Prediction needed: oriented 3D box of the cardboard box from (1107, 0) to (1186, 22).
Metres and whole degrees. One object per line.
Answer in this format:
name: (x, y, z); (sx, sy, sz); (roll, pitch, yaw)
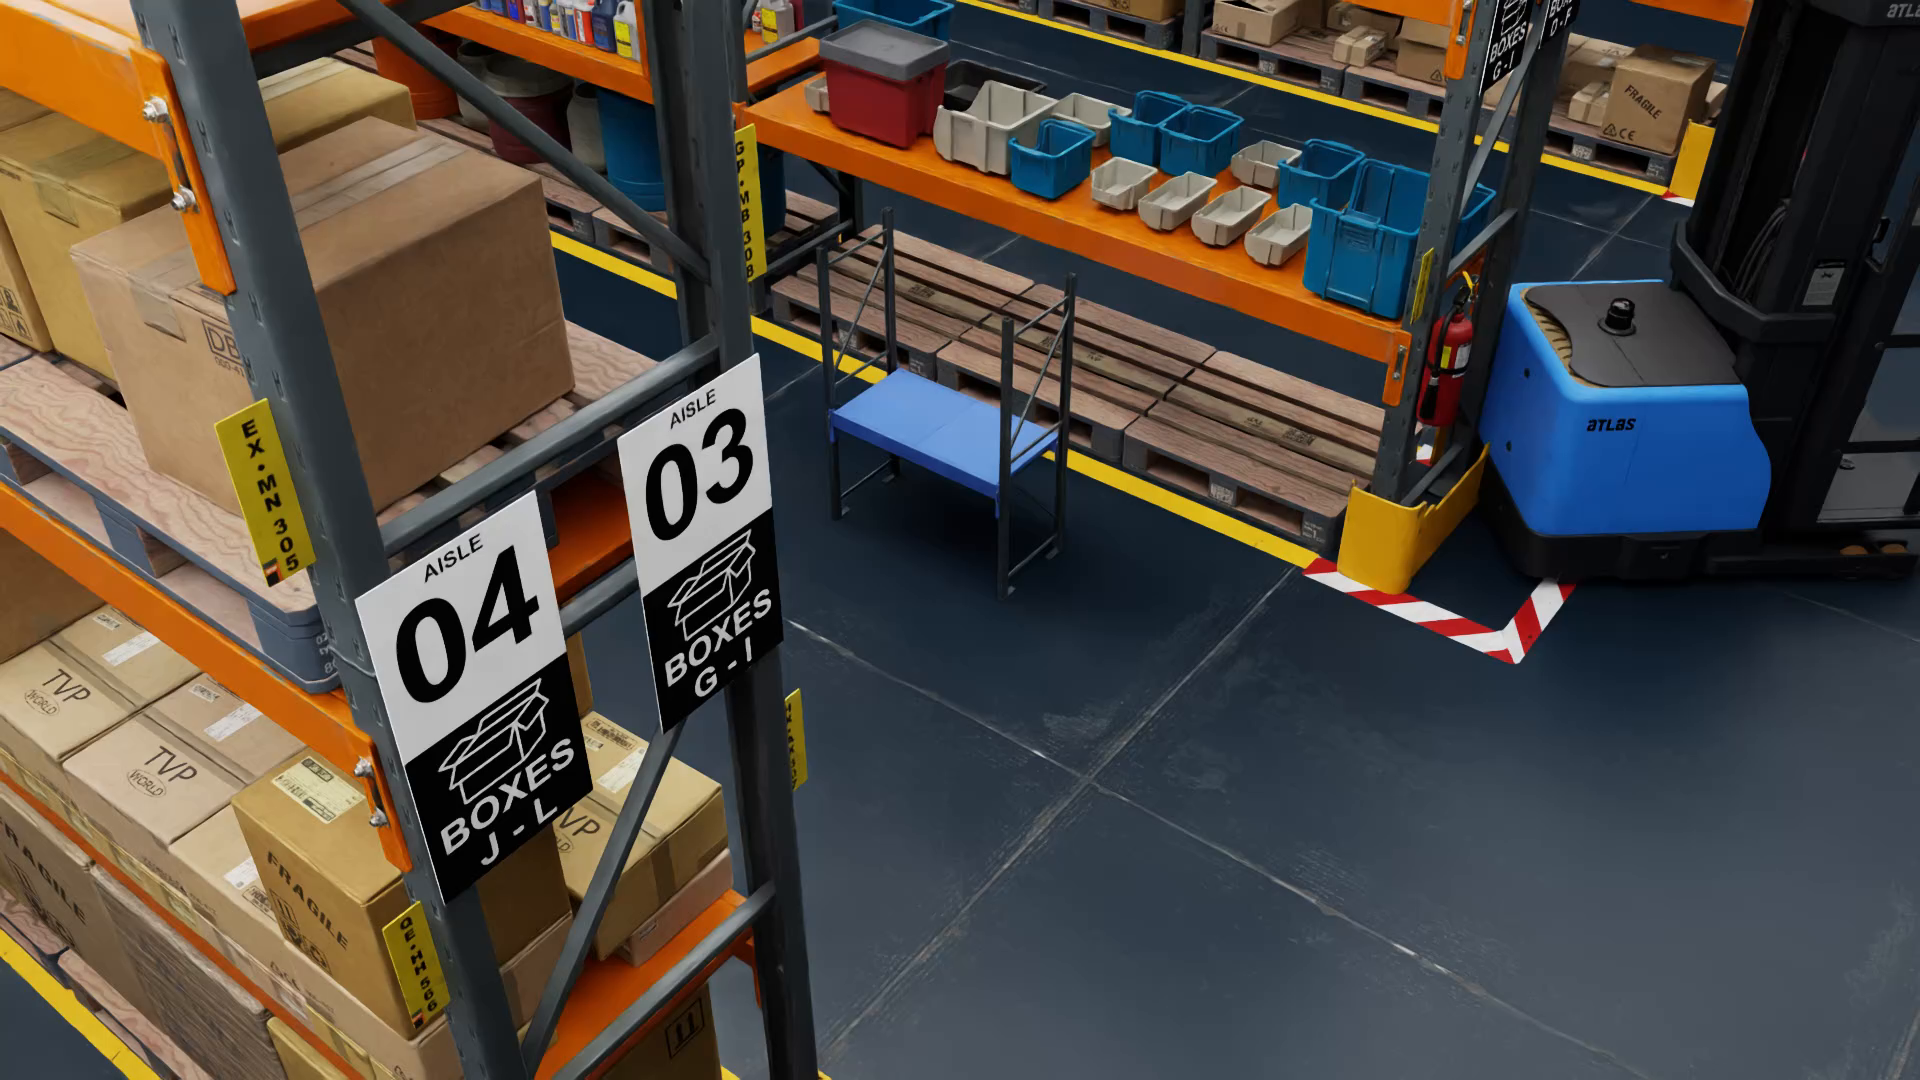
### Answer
cardboard box: (1.504, -4.416, 12.988); (0.500, 0.500, 0.500); (25, 44, 28)

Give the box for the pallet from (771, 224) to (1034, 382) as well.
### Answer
pallet: (-0.335, -1.404, 9.733); (1.213, 0.211, 1.003); (25, 45, 29)

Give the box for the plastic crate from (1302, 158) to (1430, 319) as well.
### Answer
plastic crate: (1.856, -1.332, 7.301); (0.499, 0.435, 0.616); (25, 45, 29)

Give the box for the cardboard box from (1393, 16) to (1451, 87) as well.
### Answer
cardboard box: (3.565, -3.672, 12.035); (0.637, 0.503, 0.797); (25, 45, 29)

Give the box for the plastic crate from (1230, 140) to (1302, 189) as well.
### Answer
plastic crate: (1.496, -1.848, 8.204); (0.298, 0.136, 0.250); (25, 45, 29)

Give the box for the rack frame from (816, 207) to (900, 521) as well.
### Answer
rack frame: (-0.472, -0.813, 7.932); (0.032, 1.500, 0.500); (25, 45, 29)

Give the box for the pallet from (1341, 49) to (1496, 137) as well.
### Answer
pallet: (3.588, -3.370, 12.244); (1.213, 0.211, 1.003); (25, 45, 29)

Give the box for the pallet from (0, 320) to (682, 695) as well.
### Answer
pallet: (-1.370, -0.254, 3.640); (1.213, 0.211, 1.003); (25, 45, 29)

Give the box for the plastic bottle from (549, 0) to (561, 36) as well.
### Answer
plastic bottle: (-2.358, -3.076, 9.767); (0.097, 0.201, 0.097); (0, 38, 0)

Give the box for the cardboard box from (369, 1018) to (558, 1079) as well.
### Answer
cardboard box: (-1.257, 1.292, 4.231); (0.250, 0.149, 0.380); (26, 45, 29)

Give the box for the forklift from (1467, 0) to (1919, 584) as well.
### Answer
forklift: (4.100, -1.290, 7.381); (3.031, 2.935, 1.130); (-2, 38, -2)

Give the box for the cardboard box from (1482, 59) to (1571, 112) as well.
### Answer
cardboard box: (3.929, -3.228, 11.675); (0.500, 0.250, 0.500); (25, 45, 29)

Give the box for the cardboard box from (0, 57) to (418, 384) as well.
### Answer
cardboard box: (-1.593, -0.698, 3.633); (0.500, 0.500, 0.700); (24, 44, 27)

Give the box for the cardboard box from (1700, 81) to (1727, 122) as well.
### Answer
cardboard box: (5.123, -3.060, 11.542); (0.250, 0.149, 0.380); (25, 45, 29)

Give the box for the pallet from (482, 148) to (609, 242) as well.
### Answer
pallet: (-2.503, -2.426, 11.039); (1.213, 0.211, 1.003); (25, 45, 29)

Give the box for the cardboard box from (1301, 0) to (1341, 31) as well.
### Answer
cardboard box: (2.695, -4.297, 12.837); (0.500, 0.500, 0.500); (25, 45, 29)

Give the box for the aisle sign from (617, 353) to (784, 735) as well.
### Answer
aisle sign: (-0.535, 0.022, 3.541); (0.004, 0.787, 0.394); (25, 45, 29)

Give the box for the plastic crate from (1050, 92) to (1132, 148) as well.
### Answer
plastic crate: (0.624, -2.173, 8.618); (0.466, 0.136, 0.293); (25, 45, 29)

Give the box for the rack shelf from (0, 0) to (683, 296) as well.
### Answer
rack shelf: (-2.363, -1.505, 3.642); (4.000, 0.370, 1.077); (25, 45, 29)

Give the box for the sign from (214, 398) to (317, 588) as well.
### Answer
sign: (-1.115, -0.073, 2.684); (0.005, 0.325, 0.100); (25, 45, 29)

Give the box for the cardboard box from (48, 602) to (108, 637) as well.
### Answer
cardboard box: (-2.930, 0.293, 5.184); (0.500, 0.250, 0.500); (26, 45, 30)

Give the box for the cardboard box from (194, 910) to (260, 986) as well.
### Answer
cardboard box: (-1.862, 1.006, 4.596); (0.250, 0.149, 0.380); (26, 45, 29)

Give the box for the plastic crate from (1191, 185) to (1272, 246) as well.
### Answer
plastic crate: (1.256, -1.512, 7.774); (0.243, 0.136, 0.396); (25, 45, 29)

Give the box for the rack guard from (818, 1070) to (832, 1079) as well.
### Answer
rack guard: (-0.755, 2.158, 4.949); (0.348, 0.500, 1.175); (25, 45, 29)

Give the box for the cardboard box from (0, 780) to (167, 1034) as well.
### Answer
cardboard box: (-2.761, 0.962, 5.832); (0.875, 0.875, 0.875); (25, 45, 29)

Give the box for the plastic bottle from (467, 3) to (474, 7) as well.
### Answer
plastic bottle: (-2.979, -3.396, 10.119); (0.097, 0.271, 0.097); (0, 38, 0)

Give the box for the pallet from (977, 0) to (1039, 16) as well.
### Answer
pallet: (0.428, -4.827, 14.105); (1.213, 0.211, 1.003); (25, 45, 29)

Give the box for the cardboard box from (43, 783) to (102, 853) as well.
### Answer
cardboard box: (-2.471, 0.719, 4.963); (0.250, 0.149, 0.380); (26, 45, 29)

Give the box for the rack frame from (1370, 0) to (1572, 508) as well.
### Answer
rack frame: (2.235, -1.260, 7.287); (0.127, 3.000, 1.000); (25, 45, 29)

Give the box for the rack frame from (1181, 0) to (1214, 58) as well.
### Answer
rack frame: (2.070, -5.182, 12.297); (0.127, 3.000, 1.000); (25, 45, 29)

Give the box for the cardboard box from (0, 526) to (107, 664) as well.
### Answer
cardboard box: (-2.924, -0.001, 4.951); (0.500, 0.500, 0.500); (24, 44, 27)

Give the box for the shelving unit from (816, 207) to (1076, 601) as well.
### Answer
shelving unit: (-0.068, -0.622, 7.689); (1.048, 1.500, 0.538); (25, 45, 29)

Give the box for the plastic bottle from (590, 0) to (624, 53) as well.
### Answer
plastic bottle: (-2.018, -2.992, 9.539); (0.185, 0.351, 0.144); (25, 45, 29)

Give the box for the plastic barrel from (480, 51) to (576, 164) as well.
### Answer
plastic barrel: (-2.823, -2.874, 10.964); (0.708, 0.588, 0.600); (25, 45, 29)

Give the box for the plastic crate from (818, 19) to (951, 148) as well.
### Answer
plastic crate: (-0.385, -2.350, 8.578); (0.583, 0.464, 0.402); (25, 45, 29)

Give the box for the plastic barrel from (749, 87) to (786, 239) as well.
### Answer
plastic barrel: (-1.364, -2.310, 9.989); (0.708, 0.901, 0.600); (25, 45, 29)

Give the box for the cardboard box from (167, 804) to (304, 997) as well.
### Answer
cardboard box: (-1.723, 0.865, 4.453); (0.500, 0.250, 0.500); (24, 44, 28)

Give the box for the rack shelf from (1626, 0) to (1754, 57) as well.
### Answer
rack shelf: (3.659, -4.150, 11.562); (4.000, 0.370, 1.077); (25, 45, 29)

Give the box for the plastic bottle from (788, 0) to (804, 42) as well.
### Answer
plastic bottle: (-0.974, -3.059, 9.679); (0.133, 0.283, 0.061); (25, 45, 29)

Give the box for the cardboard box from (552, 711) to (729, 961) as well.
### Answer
cardboard box: (-0.991, 0.795, 4.542); (0.500, 0.250, 0.500); (24, 44, 27)

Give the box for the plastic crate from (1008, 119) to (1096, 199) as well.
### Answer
plastic crate: (0.448, -1.862, 8.142); (0.300, 0.233, 0.416); (25, 45, 29)

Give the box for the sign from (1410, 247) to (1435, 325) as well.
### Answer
sign: (1.914, -1.049, 6.885); (0.005, 0.325, 0.100); (25, 45, 29)

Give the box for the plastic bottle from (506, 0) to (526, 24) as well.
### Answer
plastic bottle: (-2.645, -3.229, 9.896); (0.133, 0.283, 0.061); (25, 45, 29)

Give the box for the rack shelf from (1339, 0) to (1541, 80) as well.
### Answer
rack shelf: (0.646, -2.907, 7.541); (4.000, 0.370, 1.077); (25, 45, 29)
